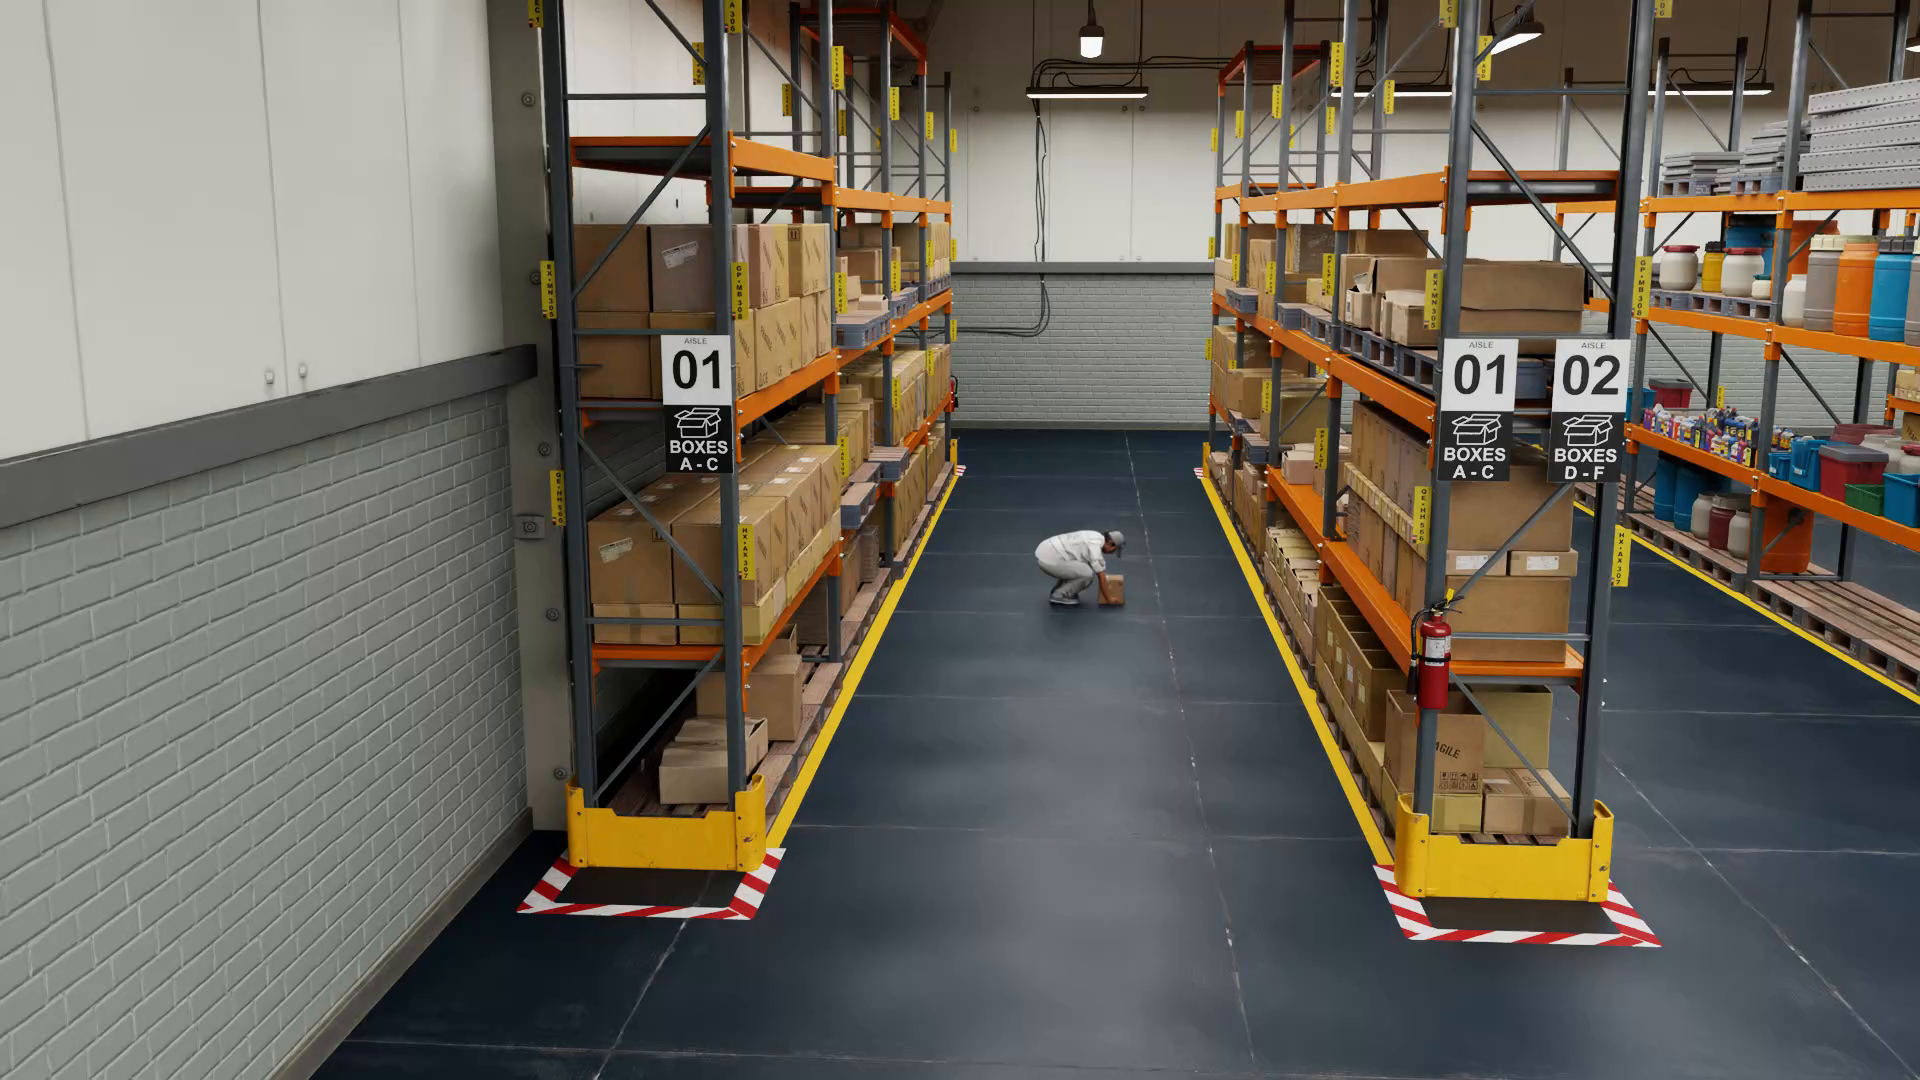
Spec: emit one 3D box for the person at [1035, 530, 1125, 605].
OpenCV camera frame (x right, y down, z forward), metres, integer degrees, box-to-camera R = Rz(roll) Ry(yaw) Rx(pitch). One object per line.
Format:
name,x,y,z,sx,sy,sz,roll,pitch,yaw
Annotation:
person,1.227,0.278,17.018,0.922,0.760,0.501,0,11,3
